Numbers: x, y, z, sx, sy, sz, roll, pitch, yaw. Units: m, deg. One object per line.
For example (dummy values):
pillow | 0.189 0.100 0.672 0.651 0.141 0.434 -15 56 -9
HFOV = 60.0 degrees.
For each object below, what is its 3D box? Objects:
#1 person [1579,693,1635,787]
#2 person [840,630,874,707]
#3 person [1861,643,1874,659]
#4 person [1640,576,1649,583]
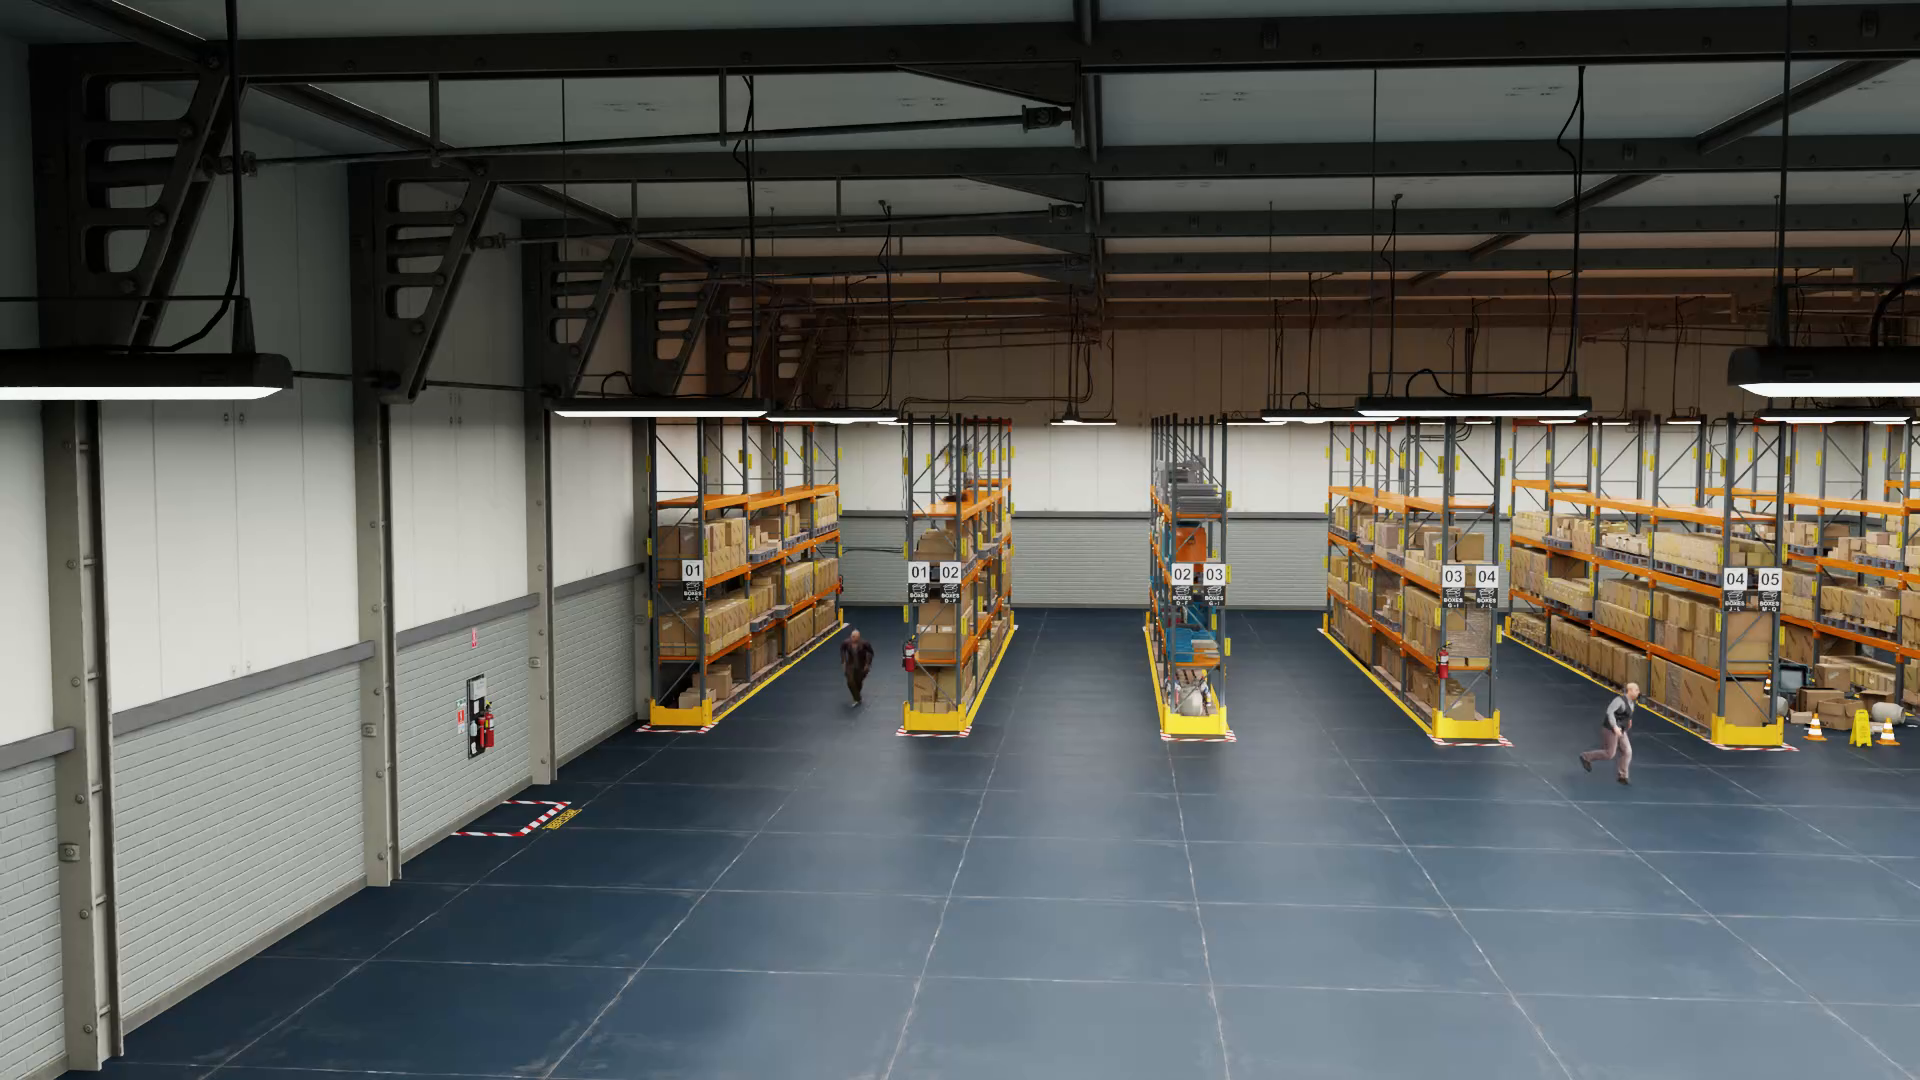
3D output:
person | 10.512 3.189 26.927 0.924 1.515 0.672 3 5 41
person | -2.113 2.622 34.418 0.716 1.626 1.062 0 4 4
person | 21.839 2.171 39.942 0.673 1.720 0.526 0 4 -2
person | 19.279 1.670 47.213 0.863 1.771 0.657 -1 4 -8
